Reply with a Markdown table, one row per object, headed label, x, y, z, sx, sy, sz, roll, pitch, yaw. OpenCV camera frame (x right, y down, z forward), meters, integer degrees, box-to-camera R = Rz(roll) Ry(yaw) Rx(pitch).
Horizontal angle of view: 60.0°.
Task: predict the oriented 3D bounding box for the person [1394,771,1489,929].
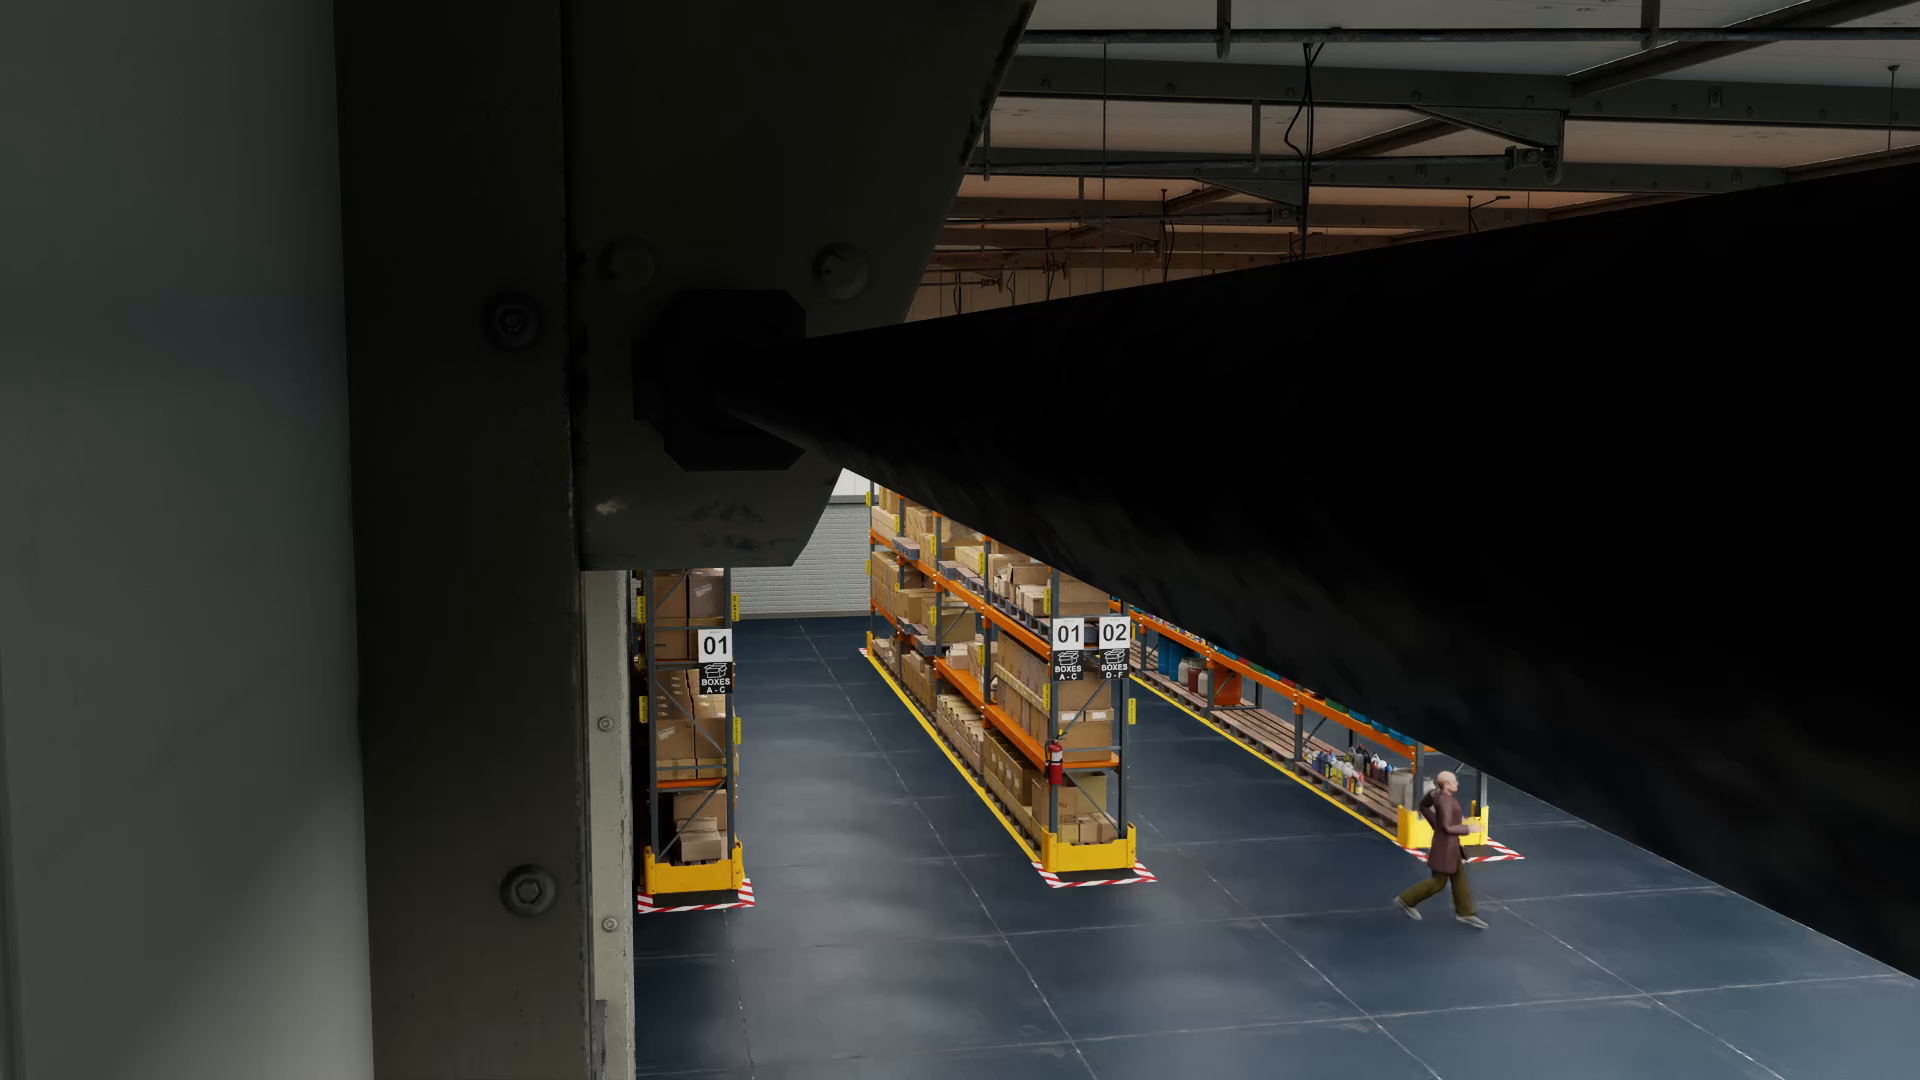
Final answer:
| label | x | y | z | sx | sy | sz | roll | pitch | yaw |
| --- | --- | --- | --- | --- | --- | --- | --- | --- | --- |
| person | 5.439 | 3.484 | 18.714 | 1.049 | 1.798 | 0.707 | 1 | 6 | 12 |
